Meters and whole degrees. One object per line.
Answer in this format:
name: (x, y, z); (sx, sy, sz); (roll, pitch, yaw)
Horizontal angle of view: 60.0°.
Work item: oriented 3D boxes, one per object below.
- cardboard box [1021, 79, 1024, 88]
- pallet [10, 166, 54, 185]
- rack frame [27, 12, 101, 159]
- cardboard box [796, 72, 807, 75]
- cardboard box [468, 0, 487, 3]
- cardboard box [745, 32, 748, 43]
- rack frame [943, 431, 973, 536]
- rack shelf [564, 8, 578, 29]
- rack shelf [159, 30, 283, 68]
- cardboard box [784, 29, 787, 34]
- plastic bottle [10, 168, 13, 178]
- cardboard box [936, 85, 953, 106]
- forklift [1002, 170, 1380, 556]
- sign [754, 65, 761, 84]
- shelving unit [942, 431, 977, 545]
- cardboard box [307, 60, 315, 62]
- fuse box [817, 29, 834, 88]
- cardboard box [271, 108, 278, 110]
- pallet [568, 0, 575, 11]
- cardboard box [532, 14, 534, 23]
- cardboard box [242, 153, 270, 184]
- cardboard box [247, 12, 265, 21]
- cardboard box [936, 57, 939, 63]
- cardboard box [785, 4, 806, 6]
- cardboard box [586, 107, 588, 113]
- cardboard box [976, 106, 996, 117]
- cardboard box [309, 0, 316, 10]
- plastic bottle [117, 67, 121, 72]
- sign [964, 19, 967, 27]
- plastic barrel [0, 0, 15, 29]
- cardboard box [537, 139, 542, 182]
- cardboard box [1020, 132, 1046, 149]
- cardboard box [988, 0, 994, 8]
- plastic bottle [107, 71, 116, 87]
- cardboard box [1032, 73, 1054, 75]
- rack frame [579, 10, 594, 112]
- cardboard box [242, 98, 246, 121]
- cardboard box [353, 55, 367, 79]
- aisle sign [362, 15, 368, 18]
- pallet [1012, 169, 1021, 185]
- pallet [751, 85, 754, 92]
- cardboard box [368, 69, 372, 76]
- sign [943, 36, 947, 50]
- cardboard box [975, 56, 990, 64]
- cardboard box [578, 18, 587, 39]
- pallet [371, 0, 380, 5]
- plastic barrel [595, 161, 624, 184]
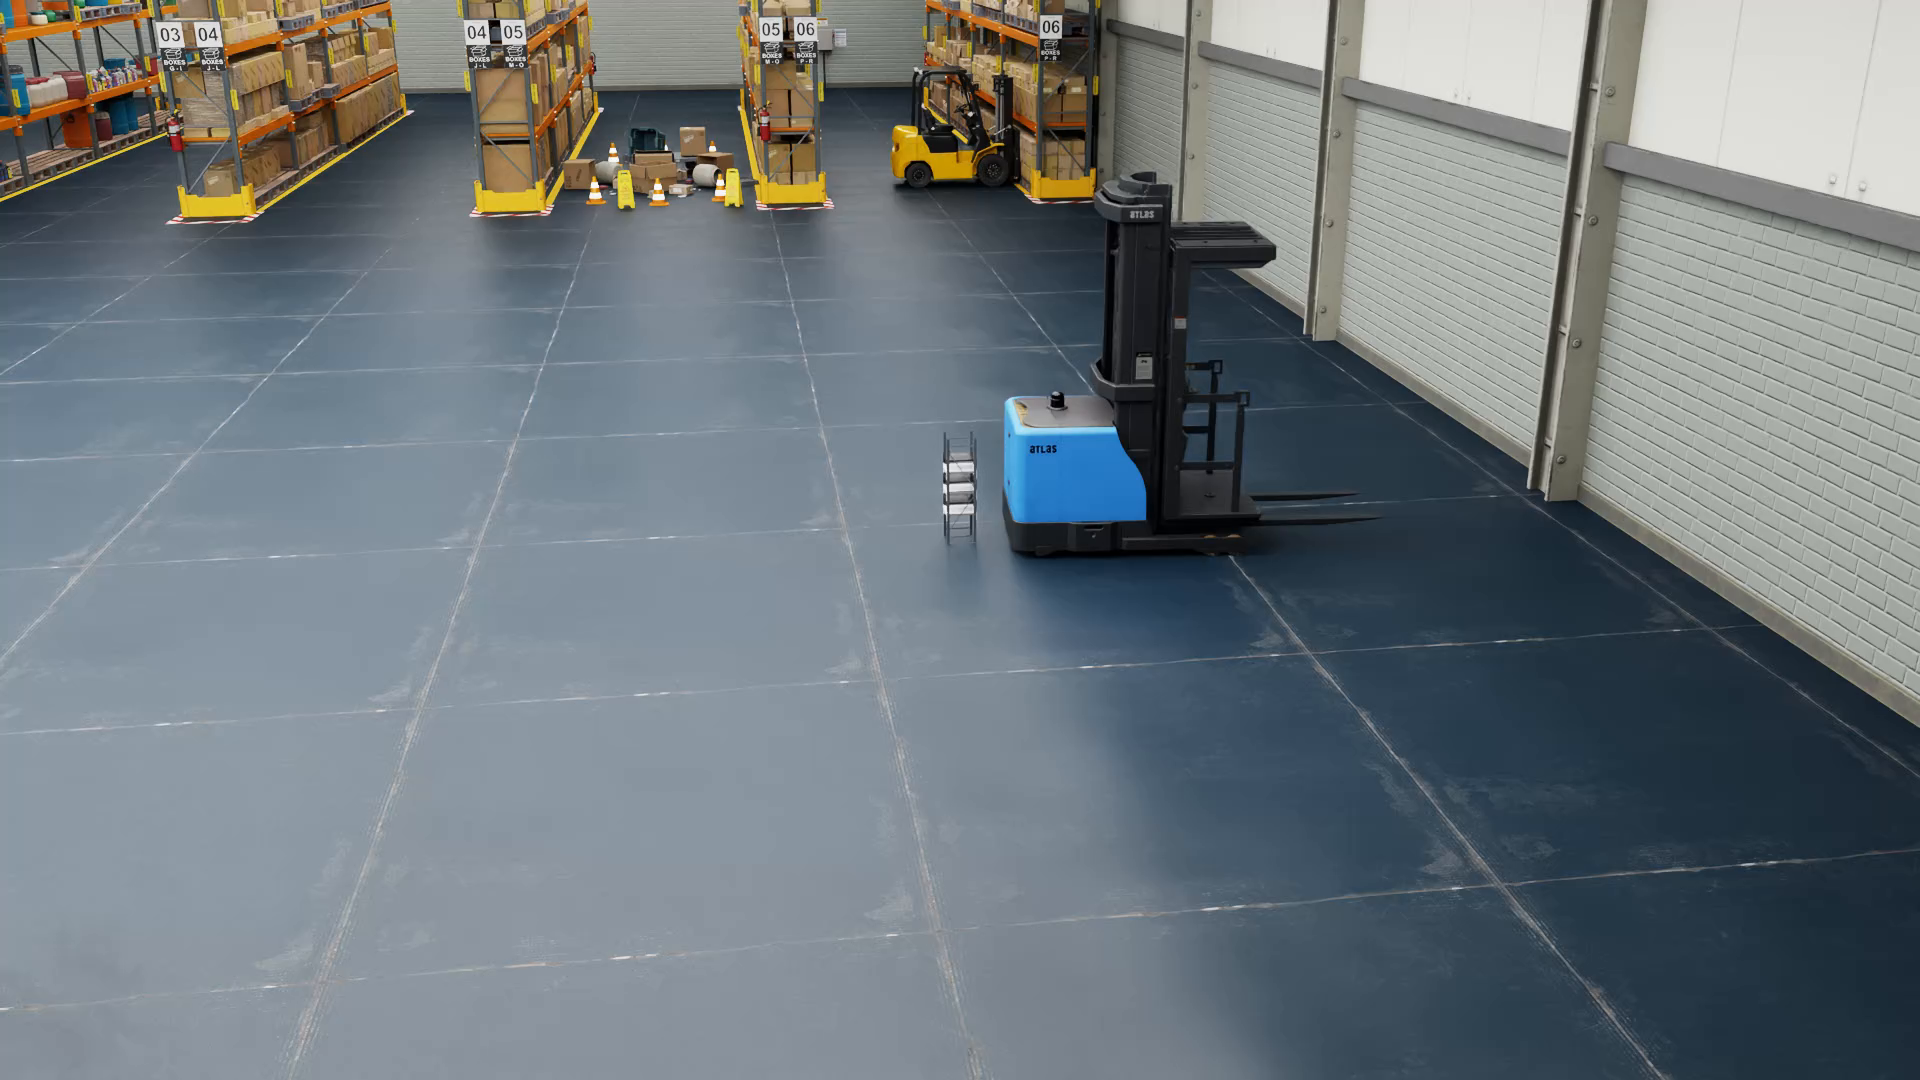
cardboard box: (1.366, -8.667, 31.564); (0.380, 0.149, 0.250); (-3, 21, -7)
pallet: (-18.445, -7.115, 32.463); (1.003, 0.211, 1.213); (-3, 21, -8)
rack frame: (-18.870, -9.536, 34.961); (1.000, 3.000, 0.127); (-3, 21, -8)
cardboard box: (-3.276, -8.945, 32.812); (0.500, 0.500, 0.500); (-3, 21, -9)
cardboard box: (-8.278, -9.235, 28.345); (0.380, 0.149, 0.250); (-3, 21, -7)
cardboard box: (-4.790, -11.670, 39.103); (0.500, 0.500, 0.500); (-3, 21, -9)
rack frame: (-0.016, -0.460, 13.660); (0.240, 0.900, 0.006); (-3, 21, -8)
rack shelf: (-9.335, -11.762, 37.661); (1.077, 0.370, 4.000); (-3, 21, -8)
rack shelf: (-13.104, -8.776, 29.668); (1.077, 0.370, 4.000); (-3, 21, -8)
cardboard box: (-3.110, -9.554, 31.082); (0.380, 0.149, 0.250); (-3, 21, -8)
plastic bottle: (-17.933, -6.936, 31.371); (0.097, 0.201, 0.097); (0, 20, 0)
cardboard box: (-0.348, -11.630, 43.540); (0.500, 0.500, 0.500); (-3, 21, -7)
forklift: (1.899, -1.429, 13.353); (3.031, 2.935, 1.130); (-1, 21, -4)
sign: (-3.562, -8.185, 29.237); (0.100, 0.325, 0.005); (-3, 21, -8)
shelving unit: (-0.001, -0.424, 13.566); (0.258, 0.900, 0.210); (-3, 21, -8)
cardboard box: (-13.852, -9.844, 35.043); (0.500, 0.500, 0.500); (-6, 21, -14)
fuse box: (-4.052, -14.458, 49.982); (0.539, 1.711, 0.414); (-3, 21, -8)
cardboard box: (-13.067, -8.047, 31.333); (0.380, 0.149, 0.250); (-3, 21, -8)
pallet: (-9.639, -12.484, 38.835); (1.213, 0.211, 1.003); (-3, 21, -8)
cardboard box: (-7.771, -9.247, 29.515); (0.380, 0.149, 0.250); (-3, 21, -8)
cardboard box: (-13.117, -6.877, 30.814); (0.500, 0.500, 0.500); (-5, 21, -13)
cardboard box: (-12.925, -9.551, 30.357); (0.380, 0.149, 0.250); (-4, 21, -9)
cardboard box: (-0.434, -12.523, 43.317); (0.380, 0.149, 0.250); (-2, 21, -7)
cardboard box: (-2.979, -9.658, 30.219); (0.380, 0.149, 0.250); (-3, 21, -8)
cardboard box: (-9.585, -10.836, 41.917); (0.380, 0.149, 0.250); (-3, 21, -9)
cardboard box: (0.825, -9.405, 37.403); (0.875, 0.625, 0.625); (-2, 21, -6)
cardboard box: (-13.568, -11.142, 34.117); (0.500, 0.500, 0.500); (-3, 21, -8)
plastic bottle: (-19.133, -10.589, 37.850); (0.144, 0.351, 0.185); (-3, 21, -8)
sign: (0.148, -14.019, 44.856); (0.100, 0.325, 0.005); (-3, 21, -8)
plastic barrel: (-18.770, -10.409, 32.295); (0.600, 0.901, 0.708); (-3, 21, -8)
cardboard box: (-8.185, -6.968, 30.523); (0.875, 0.875, 0.875); (-3, 21, -9)
cardboard box: (1.365, -7.639, 31.782); (0.500, 0.250, 0.500); (-3, 21, -7)
cardboard box: (0.869, -11.263, 34.683); (0.500, 0.311, 0.500); (-4, 21, -10)
plastic bottle: (-18.832, -10.215, 36.848); (0.144, 0.351, 0.185); (-3, 21, -8)
cardboard box: (1.549, -8.634, 31.050); (0.380, 0.149, 0.250); (-3, 21, -7)
rack frame: (-10.200, -12.771, 43.622); (1.000, 3.000, 0.127); (-3, 21, -8)
cardboard box: (-13.059, -7.561, 29.105); (0.875, 0.500, 0.500); (-3, 21, -8)
cardboard box: (-14.208, -11.069, 38.923); (0.500, 0.500, 0.500); (-3, 21, -8)
aisle sign: (-15.430, -13.783, 42.617); (0.394, 0.787, 0.004); (-3, 21, -8)
pallet: (1.578, -7.145, 32.545); (1.003, 0.211, 1.213); (-3, 21, -8)
pallet: (-3.954, -9.954, 36.355); (1.213, 0.211, 1.003); (-3, 21, -8)
cardboard box: (-14.259, -11.172, 39.701); (0.380, 0.149, 0.250); (-3, 21, -8)
sign: (-0.364, -12.298, 41.118); (0.100, 0.325, 0.005); (-3, 21, -8)
cardboard box: (0.543, -10.670, 36.928); (0.380, 0.149, 0.250); (-2, 21, -7)
cardboard box: (-9.731, -12.924, 42.036); (0.500, 0.500, 0.500); (-2, 21, -5)
pallet: (-14.826, -13.240, 40.717); (1.003, 0.211, 1.213); (-3, 21, -8)
plastic barrel: (-6.788, -7.094, 32.104); (0.512, 0.421, 0.421); (12, 24, 30)
